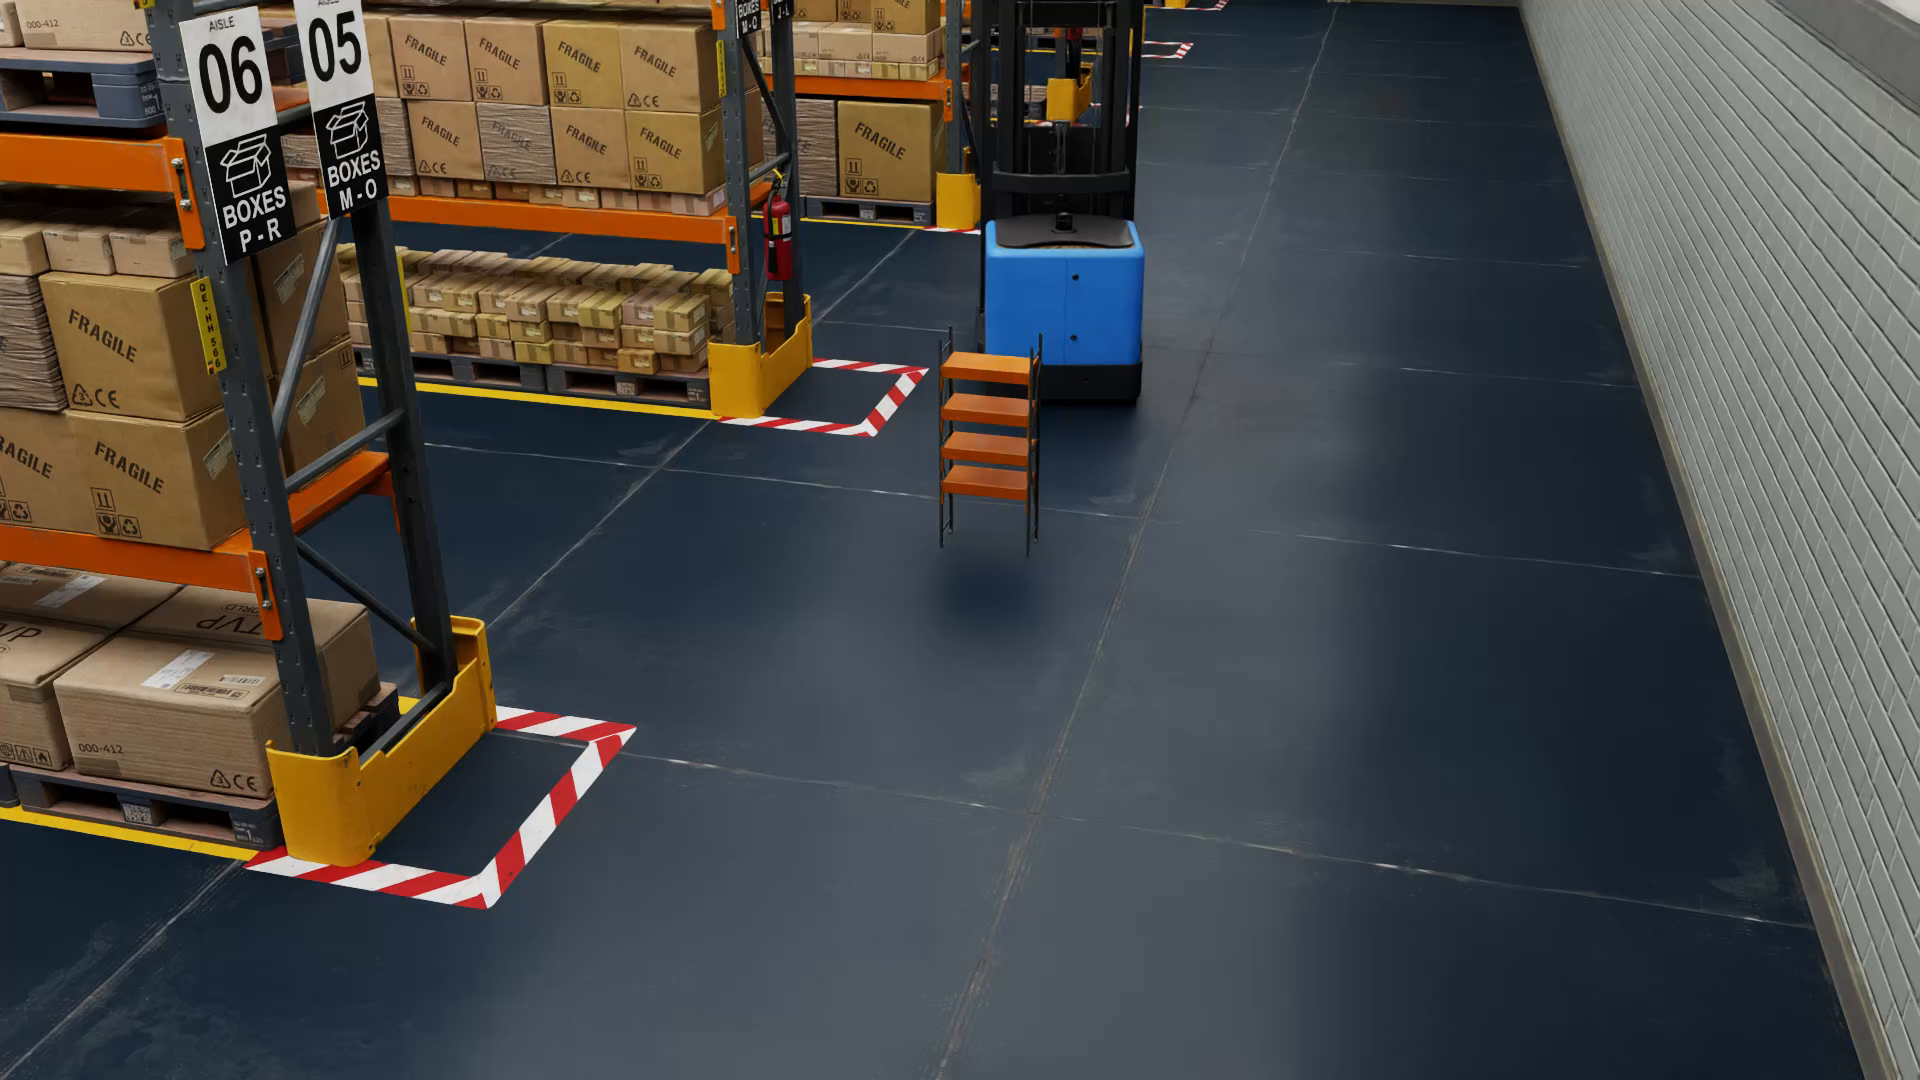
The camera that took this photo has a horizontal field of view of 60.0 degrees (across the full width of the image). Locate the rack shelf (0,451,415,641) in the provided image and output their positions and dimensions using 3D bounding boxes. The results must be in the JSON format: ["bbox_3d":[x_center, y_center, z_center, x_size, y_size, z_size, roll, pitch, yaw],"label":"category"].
[{"bbox_3d":[-4.347,-0.214,7.046,4.000,0.370,1.077,6,26,13],"label":"rack shelf"}]

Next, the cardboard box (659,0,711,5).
[{"bbox_3d":[-2.436,-5.016,15.253,0.500,0.500,0.500,5,26,11],"label":"cardboard box"}]

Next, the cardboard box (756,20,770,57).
[{"bbox_3d":[-1.967,-4.621,15.295,0.500,0.250,0.500,6,26,13],"label":"cardboard box"}]

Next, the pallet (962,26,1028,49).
[{"bbox_3d":[0.505,-7.539,24.840,1.213,0.211,1.003,6,26,13],"label":"pallet"}]

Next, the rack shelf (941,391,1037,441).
[{"bbox_3d":[0.160,-0.665,8.888,0.480,0.148,0.258,6,26,13],"label":"rack shelf"}]

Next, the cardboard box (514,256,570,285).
[{"bbox_3d":[-2.977,-1.897,11.881,0.250,0.149,0.380,7,26,14],"label":"cardboard box"}]

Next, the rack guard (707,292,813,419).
[{"bbox_3d":[-1.349,-1.276,11.348,0.348,0.500,1.175,6,26,13],"label":"rack guard"}]

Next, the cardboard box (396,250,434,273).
[{"bbox_3d":[-4.008,-1.971,12.036,0.250,0.149,0.380,7,26,15],"label":"cardboard box"}]

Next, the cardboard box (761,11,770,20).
[{"bbox_3d":[-1.837,-4.842,15.760,0.500,0.250,0.500,6,26,12],"label":"cardboard box"}]

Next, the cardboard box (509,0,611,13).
[{"bbox_3d":[-2.632,-3.302,11.070,0.500,0.500,0.500,6,26,12],"label":"cardboard box"}]

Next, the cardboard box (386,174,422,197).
[{"bbox_3d":[-3.669,-2.424,11.143,0.250,0.149,0.380,7,26,15],"label":"cardboard box"}]

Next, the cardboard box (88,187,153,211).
[{"bbox_3d":[-3.180,-1.341,6.543,0.250,0.149,0.380,7,26,15],"label":"cardboard box"}]

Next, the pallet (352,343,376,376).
[{"bbox_3d":[-4.490,-1.508,12.172,1.213,0.211,1.003,6,26,13],"label":"pallet"}]

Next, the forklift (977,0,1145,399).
[{"bbox_3d":[0.687,-2.843,11.811,1.130,2.935,3.031,0,25,0],"label":"forklift"}]

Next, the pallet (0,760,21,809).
[{"bbox_3d":[-4.382,0.750,7.429,1.213,0.211,1.003,6,26,13],"label":"pallet"}]

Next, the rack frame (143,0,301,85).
[{"bbox_3d":[-2.410,-3.033,5.152,0.127,3.000,1.000,6,26,13],"label":"rack frame"}]

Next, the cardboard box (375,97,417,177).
[{"bbox_3d":[-3.772,-2.727,11.026,0.500,0.500,0.500,6,26,12],"label":"cardboard box"}]

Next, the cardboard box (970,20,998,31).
[{"bbox_3d":[0.476,-7.875,24.693,0.637,0.503,0.797,6,26,13],"label":"cardboard box"}]

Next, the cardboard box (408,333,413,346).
[{"bbox_3d":[-3.838,-1.500,11.739,0.250,0.149,0.380,5,26,11],"label":"cardboard box"}]

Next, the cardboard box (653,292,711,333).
[{"bbox_3d":[-1.851,-1.518,11.085,0.250,0.149,0.380,7,26,14],"label":"cardboard box"}]

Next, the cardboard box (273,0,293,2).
[{"bbox_3d":[-4.627,-3.517,11.523,0.500,0.500,0.500,5,26,11],"label":"cardboard box"}]

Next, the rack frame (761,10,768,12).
[{"bbox_3d":[-2.582,-6.940,20.338,0.127,3.000,1.000,6,26,13],"label":"rack frame"}]

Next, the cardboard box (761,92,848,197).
[{"bbox_3d":[-1.463,-3.813,15.753,0.875,0.875,0.875,6,26,13],"label":"cardboard box"}]

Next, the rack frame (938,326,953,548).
[{"bbox_3d":[-0.076,-0.550,9.010,0.015,1.200,0.240,6,26,13],"label":"rack frame"}]

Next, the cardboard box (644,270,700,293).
[{"bbox_3d":[-1.995,-1.744,11.560,0.250,0.149,0.380,7,26,14],"label":"cardboard box"}]

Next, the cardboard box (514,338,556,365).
[{"bbox_3d":[-2.851,-1.340,11.402,0.250,0.149,0.380,5,26,11],"label":"cardboard box"}]

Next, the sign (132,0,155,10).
[{"bbox_3d":[-2.559,-1.818,5.152,0.005,0.325,0.100,6,26,13],"label":"sign"}]

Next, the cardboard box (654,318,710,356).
[{"bbox_3d":[-1.857,-1.370,11.121,0.250,0.149,0.380,6,26,12],"label":"cardboard box"}]

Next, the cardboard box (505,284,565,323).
[{"bbox_3d":[-2.872,-1.604,11.265,0.250,0.149,0.380,7,26,15],"label":"cardboard box"}]

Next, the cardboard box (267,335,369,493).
[{"bbox_3d":[-2.803,-0.540,6.779,0.500,0.500,0.500,6,26,13],"label":"cardboard box"}]

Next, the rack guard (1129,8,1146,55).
[{"bbox_3d":[2.455,-7.453,24.324,0.348,0.500,1.175,6,26,13],"label":"rack guard"}]

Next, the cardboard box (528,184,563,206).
[{"bbox_3d":[-2.640,-2.321,10.927,0.250,0.149,0.380,5,26,11],"label":"cardboard box"}]

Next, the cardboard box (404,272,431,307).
[{"bbox_3d":[-3.873,-1.732,11.534,0.250,0.149,0.380,7,26,14],"label":"cardboard box"}]

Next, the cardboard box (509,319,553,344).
[{"bbox_3d":[-2.866,-1.475,11.341,0.250,0.149,0.380,7,26,14],"label":"cardboard box"}]

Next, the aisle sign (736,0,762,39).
[{"bbox_3d":[-1.279,-3.437,9.956,0.004,0.787,0.394,6,26,13],"label":"aisle sign"}]

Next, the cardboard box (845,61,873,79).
[{"bbox_3d":[-0.865,-4.292,15.068,0.250,0.149,0.380,6,26,13],"label":"cardboard box"}]

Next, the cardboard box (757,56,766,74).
[{"bbox_3d":[-1.849,-4.401,15.298,0.250,0.149,0.380,7,26,14],"label":"cardboard box"}]

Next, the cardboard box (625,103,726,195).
[{"bbox_3d":[-1.774,-2.516,10.584,0.500,0.500,0.500,7,26,14],"label":"cardboard box"}]

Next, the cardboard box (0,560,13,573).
[{"bbox_3d":[-4.836,0.422,7.366,0.875,0.438,0.875,6,26,11],"label":"cardboard box"}]

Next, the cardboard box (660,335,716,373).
[{"bbox_3d":[-1.837,-1.268,11.252,0.250,0.149,0.380,7,26,14],"label":"cardboard box"}]

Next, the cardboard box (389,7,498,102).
[{"bbox_3d":[-3.290,-3.134,10.717,0.500,0.500,0.500,5,26,11],"label":"cardboard box"}]

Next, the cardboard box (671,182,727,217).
[{"bbox_3d":[-1.661,-2.200,10.673,0.250,0.149,0.380,6,26,13],"label":"cardboard box"}]

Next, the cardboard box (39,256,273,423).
[{"bbox_3d":[-2.936,-0.773,6.106,0.500,0.500,0.500,7,26,15],"label":"cardboard box"}]

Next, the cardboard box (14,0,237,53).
[{"bbox_3d":[-2.868,-1.856,5.740,0.500,0.250,0.500,4,26,8],"label":"cardboard box"}]

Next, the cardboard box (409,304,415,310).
[{"bbox_3d":[-3.844,-1.619,11.643,0.250,0.149,0.380,8,26,15],"label":"cardboard box"}]

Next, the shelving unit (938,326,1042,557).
[{"bbox_3d":[0.160,-0.524,8.955,0.503,1.200,0.258,6,26,13],"label":"shelving unit"}]

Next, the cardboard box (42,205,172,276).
[{"bbox_3d":[-3.059,-1.086,6.008,0.250,0.149,0.380,7,26,14],"label":"cardboard box"}]
